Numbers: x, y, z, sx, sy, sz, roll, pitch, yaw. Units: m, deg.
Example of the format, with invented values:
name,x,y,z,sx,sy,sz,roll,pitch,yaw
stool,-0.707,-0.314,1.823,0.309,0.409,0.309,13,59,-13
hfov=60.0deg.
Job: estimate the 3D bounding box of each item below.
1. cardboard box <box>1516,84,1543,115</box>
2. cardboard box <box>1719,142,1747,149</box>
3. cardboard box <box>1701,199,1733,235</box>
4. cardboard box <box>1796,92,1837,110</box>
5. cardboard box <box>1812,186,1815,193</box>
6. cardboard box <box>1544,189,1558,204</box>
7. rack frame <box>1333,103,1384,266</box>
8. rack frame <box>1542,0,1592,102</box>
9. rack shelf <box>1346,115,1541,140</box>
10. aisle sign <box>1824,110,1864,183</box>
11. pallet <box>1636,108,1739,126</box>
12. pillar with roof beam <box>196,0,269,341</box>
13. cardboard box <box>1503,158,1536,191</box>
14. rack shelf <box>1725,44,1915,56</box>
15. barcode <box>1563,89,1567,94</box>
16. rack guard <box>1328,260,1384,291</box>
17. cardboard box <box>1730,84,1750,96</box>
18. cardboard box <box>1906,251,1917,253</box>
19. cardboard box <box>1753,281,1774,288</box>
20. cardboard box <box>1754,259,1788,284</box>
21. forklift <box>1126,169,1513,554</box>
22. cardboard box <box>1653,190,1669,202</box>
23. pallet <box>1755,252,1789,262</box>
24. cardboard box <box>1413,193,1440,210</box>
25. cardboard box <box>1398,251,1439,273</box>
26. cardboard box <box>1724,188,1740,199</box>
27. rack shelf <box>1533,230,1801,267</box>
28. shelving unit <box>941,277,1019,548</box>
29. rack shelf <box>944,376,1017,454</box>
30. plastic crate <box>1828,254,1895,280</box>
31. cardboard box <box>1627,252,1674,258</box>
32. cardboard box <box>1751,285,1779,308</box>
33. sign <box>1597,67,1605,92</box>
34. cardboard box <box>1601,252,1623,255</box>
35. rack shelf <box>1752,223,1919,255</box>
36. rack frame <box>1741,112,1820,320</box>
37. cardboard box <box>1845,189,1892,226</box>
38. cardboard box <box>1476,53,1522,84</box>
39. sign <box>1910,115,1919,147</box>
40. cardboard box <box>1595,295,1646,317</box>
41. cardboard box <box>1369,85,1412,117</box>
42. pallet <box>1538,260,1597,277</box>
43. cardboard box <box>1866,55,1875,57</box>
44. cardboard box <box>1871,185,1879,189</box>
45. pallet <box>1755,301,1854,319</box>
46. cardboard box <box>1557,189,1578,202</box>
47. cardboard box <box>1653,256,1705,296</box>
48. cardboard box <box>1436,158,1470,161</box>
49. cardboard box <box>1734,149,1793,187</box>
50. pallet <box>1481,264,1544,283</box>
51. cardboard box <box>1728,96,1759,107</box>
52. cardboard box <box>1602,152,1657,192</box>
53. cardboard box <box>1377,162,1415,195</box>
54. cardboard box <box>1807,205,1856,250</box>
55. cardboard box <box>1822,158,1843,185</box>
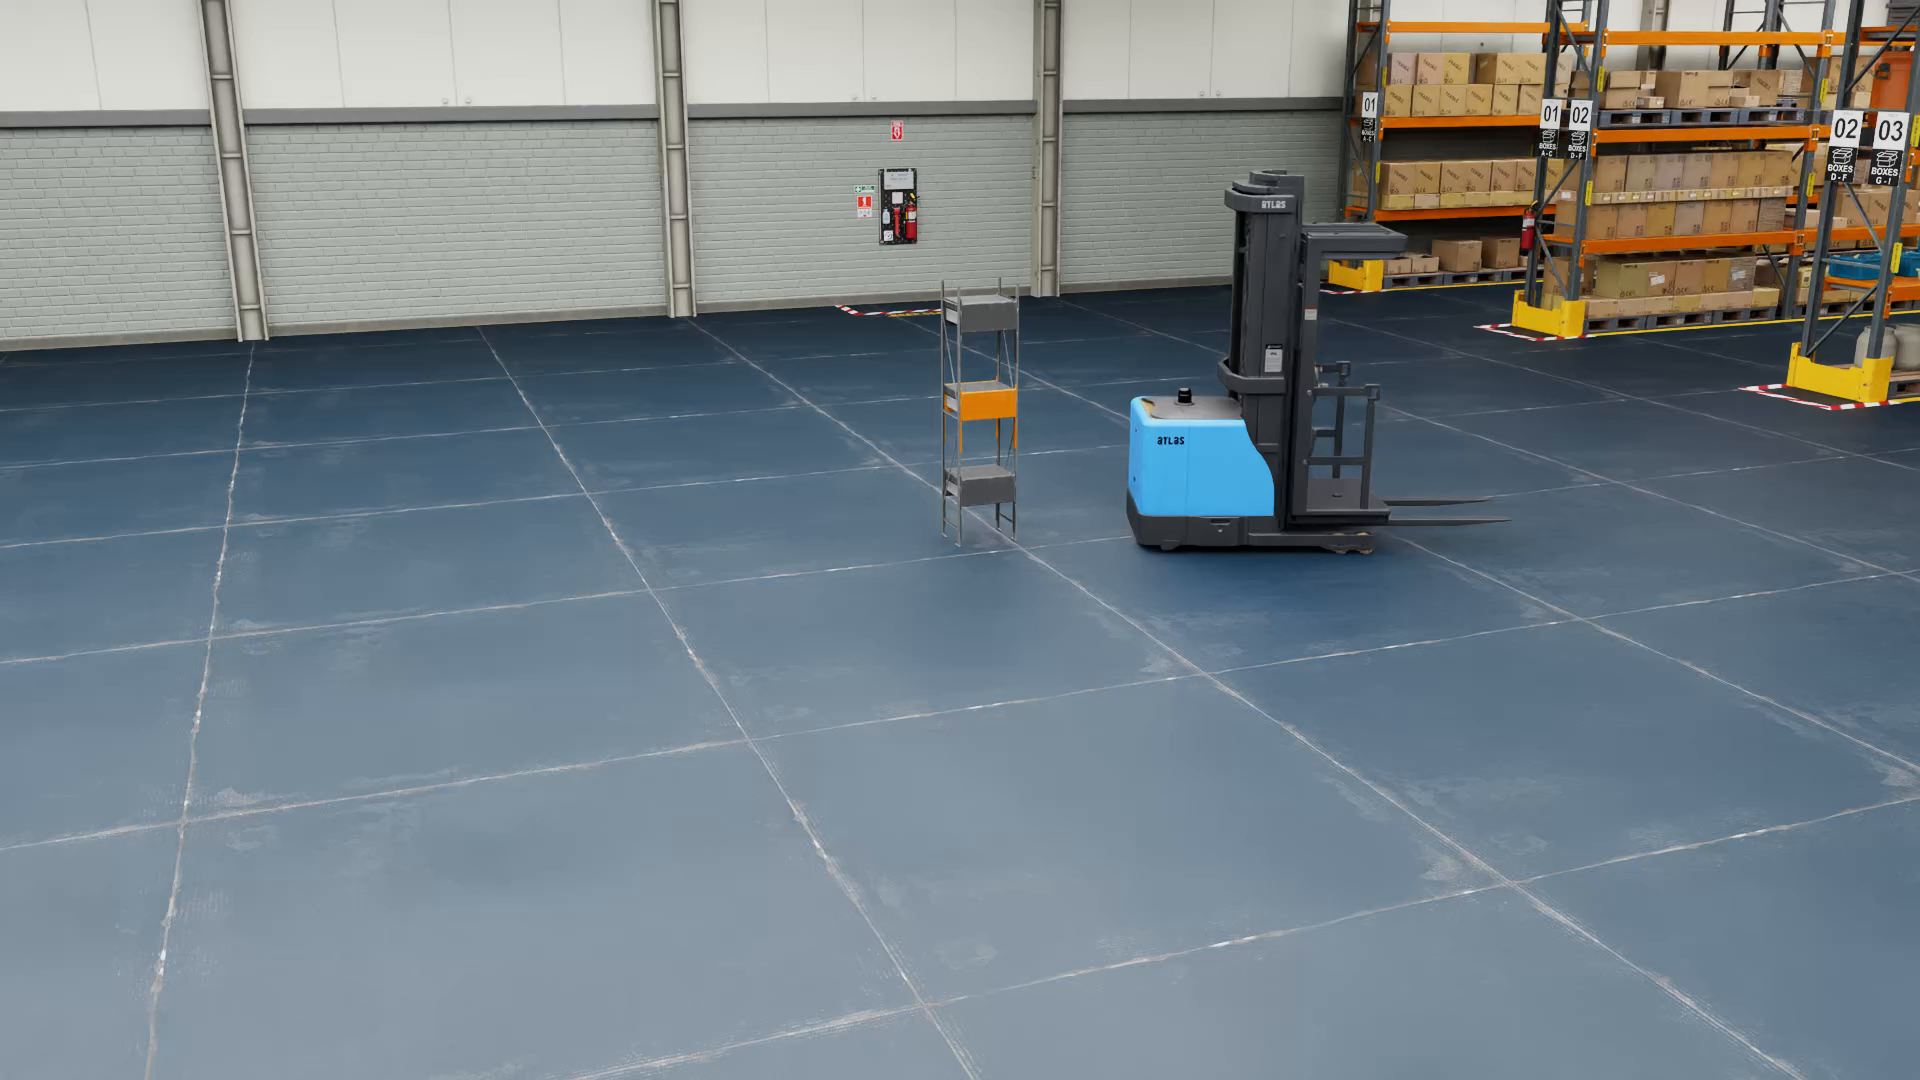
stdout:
name,x,y,z,sx,sy,sz,roll,pitch,yaw
cardboard box,9.523,-7.487,28.235,0.500,0.500,0.500,-8,18,-25
cardboard box,14.449,-7.231,30.828,0.500,0.250,0.500,-6,17,-19
cardboard box,10.787,-4.748,24.266,0.500,0.500,0.700,-6,17,-19
cardboard box,12.738,-6.479,24.536,0.500,0.250,0.500,-4,17,-14
cardboard box,15.700,-6.556,31.009,0.250,0.149,0.380,-6,17,-19
cardboard box,10.049,-5.964,28.815,0.500,0.250,0.500,-6,17,-20
rack frame,6.648,-5.751,27.858,0.127,3.000,1.000,-6,17,-20
rack frame,10.383,-9.033,28.386,0.127,3.000,1.000,-6,17,-20
rack shelf,8.516,-7.046,28.223,4.000,0.370,1.077,-6,17,-20
aisle sign,10.020,-4.462,18.857,0.004,0.787,0.394,-6,17,-20
pallet,10.235,-6.033,23.653,1.213,0.211,1.003,-6,17,-20
pillar with roof beam,-8.276,-5.980,17.991,0.400,9.000,9.100,-6,17,-20
cardboard box,9.588,-6.271,28.528,0.500,0.500,0.500,-6,17,-20
rack shelf,15.986,-9.100,30.604,4.000,0.370,1.077,-6,17,-20
barcode,8.533,-6.323,23.452,0.075,0.075,0.001,-6,17,-20
rack guard,6.719,-4.559,28.236,0.348,0.500,1.175,-6,17,-20
cardboard box,11.090,-6.480,24.183,0.500,0.311,0.500,-7,18,-23
cardboard box,15.300,-4.430,26.500,0.500,0.311,0.500,-6,17,-18
cardboard box,12.443,-3.851,25.524,0.500,0.250,0.500,-6,18,-21
cardboard box,12.435,-4.119,25.439,0.500,0.311,0.500,-6,17,-20
forklift,2.927,-1.446,13.321,3.031,2.935,1.130,0,16,0
cardboard box,9.831,-4.894,23.613,0.250,0.149,0.380,-7,18,-22
pallet,14.882,-5.279,31.200,1.213,0.211,1.003,-6,17,-20
cardboard box,7.697,-5.710,27.950,0.500,0.250,0.500,-7,18,-22
cardboard box,7.859,-4.775,28.527,0.500,0.311,0.500,-5,17,-15
cardboard box,11.031,-5.024,24.056,0.250,0.149,0.380,-6,17,-20
rack shelf,10.292,-4.304,24.209,4.000,0.370,1.077,-6,17,-20
shelving unit,0.155,-1.024,13.359,0.503,2.100,0.431,-6,17,-20
rack shelf,0.155,-1.011,13.363,0.480,0.518,0.431,-6,17,-20
plastic crate,10.553,-3.202,19.442,0.616,0.251,0.499,-6,17,-20
cardboard box,10.214,-3.977,24.621,0.500,0.500,0.500,-6,17,-20
cardboard box,11.804,-3.629,24.767,0.500,0.250,0.500,-6,17,-20
sign,8.617,-6.198,22.365,0.005,0.325,0.100,-6,17,-20
cardboard box,11.529,-5.310,30.011,0.500,0.500,0.700,-7,18,-21
rack shelf,14.027,-4.708,25.582,4.000,0.370,1.077,-6,17,-20
rack frame,12.159,-4.851,24.794,0.127,3.000,1.000,-6,17,-20
cardboard box,13.842,-5.076,25.382,0.500,0.500,0.500,-6,17,-20
cardboard box,9.020,-7.895,27.849,0.500,0.500,0.500,-7,18,-22
sign,10.386,-4.443,18.063,0.005,0.325,0.100,-6,17,-20
cardboard box,9.470,-3.377,23.909,0.500,0.250,0.500,-6,17,-20
cardboard box,7.050,-7.216,27.309,0.500,0.500,0.500,-6,17,-19
pallet,11.110,-4.895,29.893,1.213,0.211,1.003,-6,17,-20
cardboard box,16.985,-8.965,31.189,0.500,0.250,0.500,-5,17,-16
cardboard box,17.154,-6.695,31.484,0.250,0.149,0.380,-6,17,-18
pallet,12.833,-3.598,25.475,1.213,0.211,1.003,-6,17,-20
cardboard box,8.713,-4.896,23.617,0.250,0.149,0.380,-6,18,-21
cardboard box,10.406,-3.836,24.141,0.500,0.500,0.500,-6,17,-20
cardboard box,8.437,-6.304,28.641,0.500,0.500,0.500,-6,17,-19
cardboard box,11.747,-5.475,24.439,0.500,0.500,0.700,-6,17,-20
pallet,9.769,-4.739,29.362,1.213,0.211,1.003,-6,17,-20
cardboard box,11.131,-6.245,23.669,0.250,0.149,0.380,-6,17,-20
cardboard box,9.403,-5.222,23.576,0.500,0.500,0.700,-7,18,-22
cardboard box,7.201,-6.017,27.665,0.500,0.500,0.500,-6,17,-20
cardboard box,16.464,-5.941,31.574,0.750,0.750,0.750,-6,17,-18
cardboard box,16.103,-6.894,31.010,0.500,0.500,0.500,-6,17,-19
